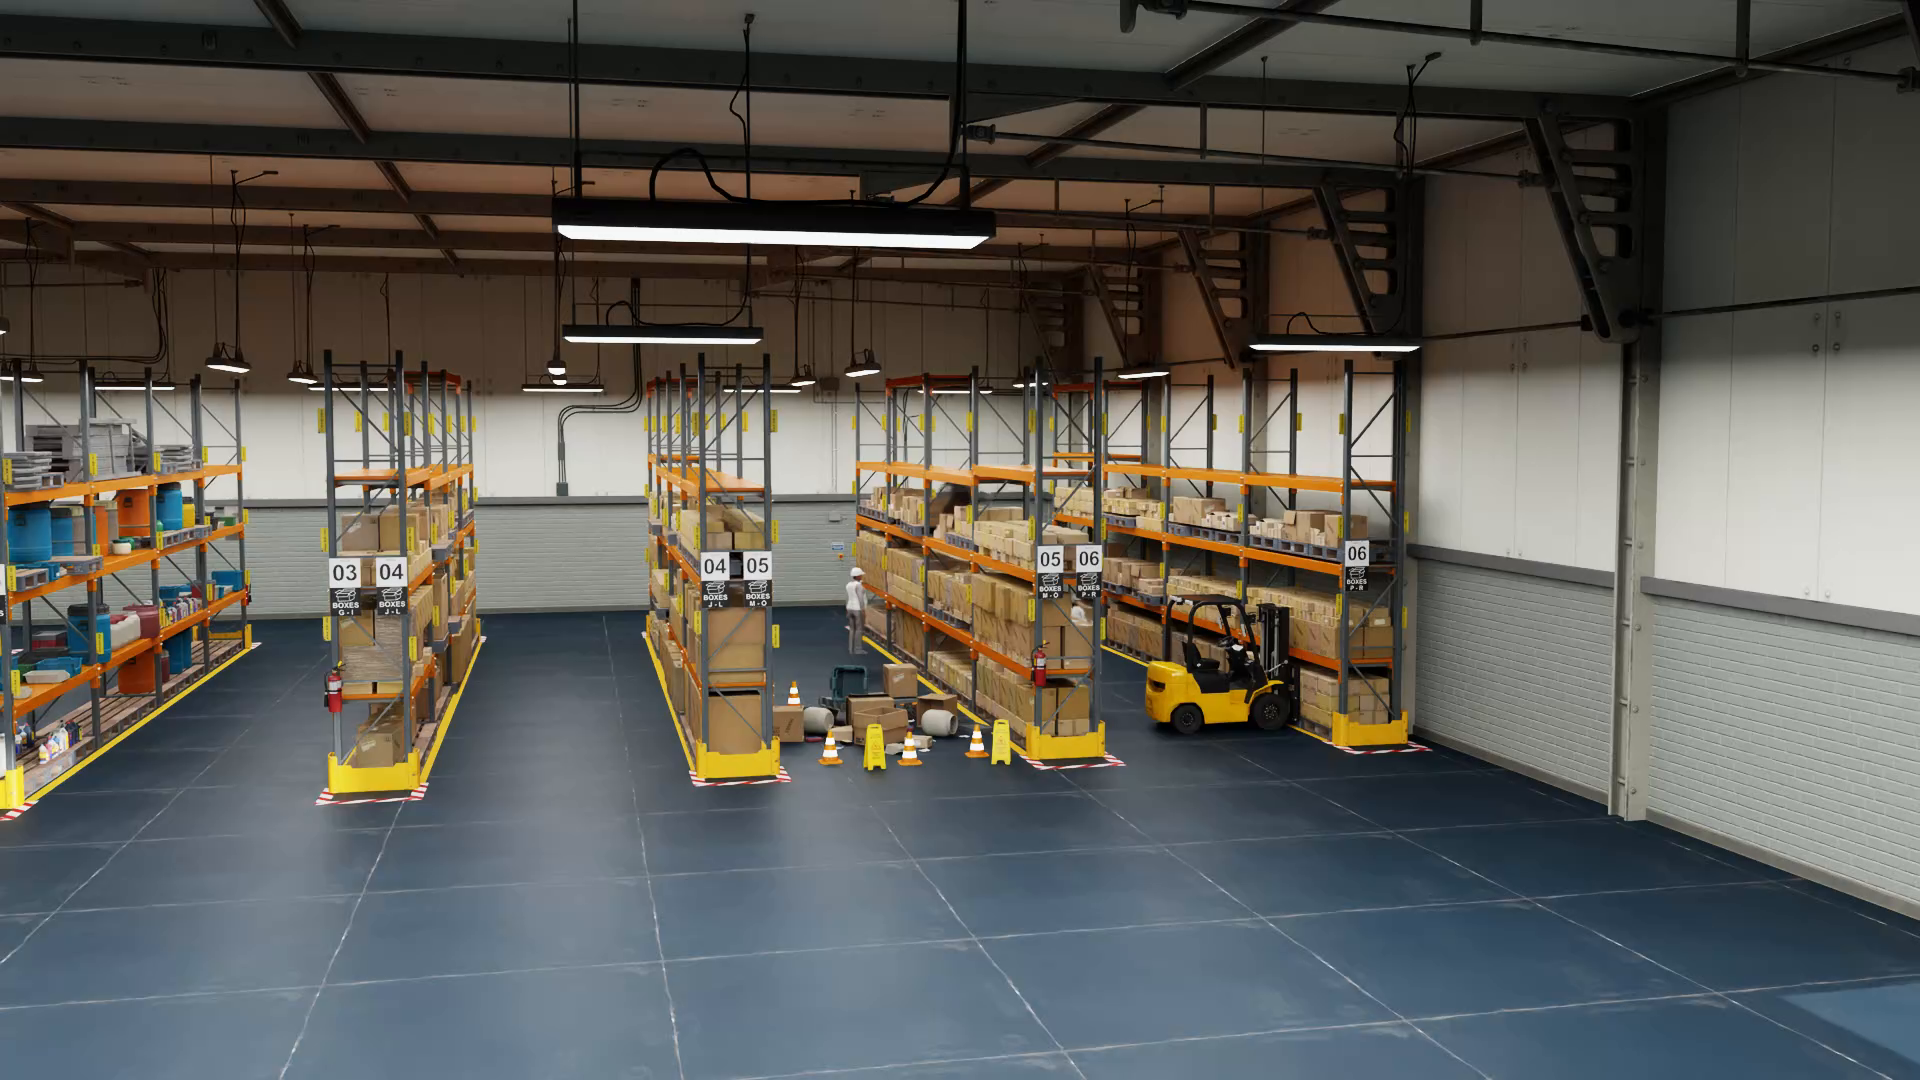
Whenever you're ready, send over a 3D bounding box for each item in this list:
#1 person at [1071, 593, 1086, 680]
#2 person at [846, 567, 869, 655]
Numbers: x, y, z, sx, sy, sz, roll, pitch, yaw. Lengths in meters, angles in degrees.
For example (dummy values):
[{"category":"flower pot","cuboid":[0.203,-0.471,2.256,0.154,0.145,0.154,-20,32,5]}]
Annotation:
[{"category":"person","cuboid":[2.001,1.807,30.160,0.522,1.702,0.720,-1,4,-15]},{"category":"person","cuboid":[-2.106,1.447,34.033,0.363,1.777,0.603,-3,5,-40]}]
